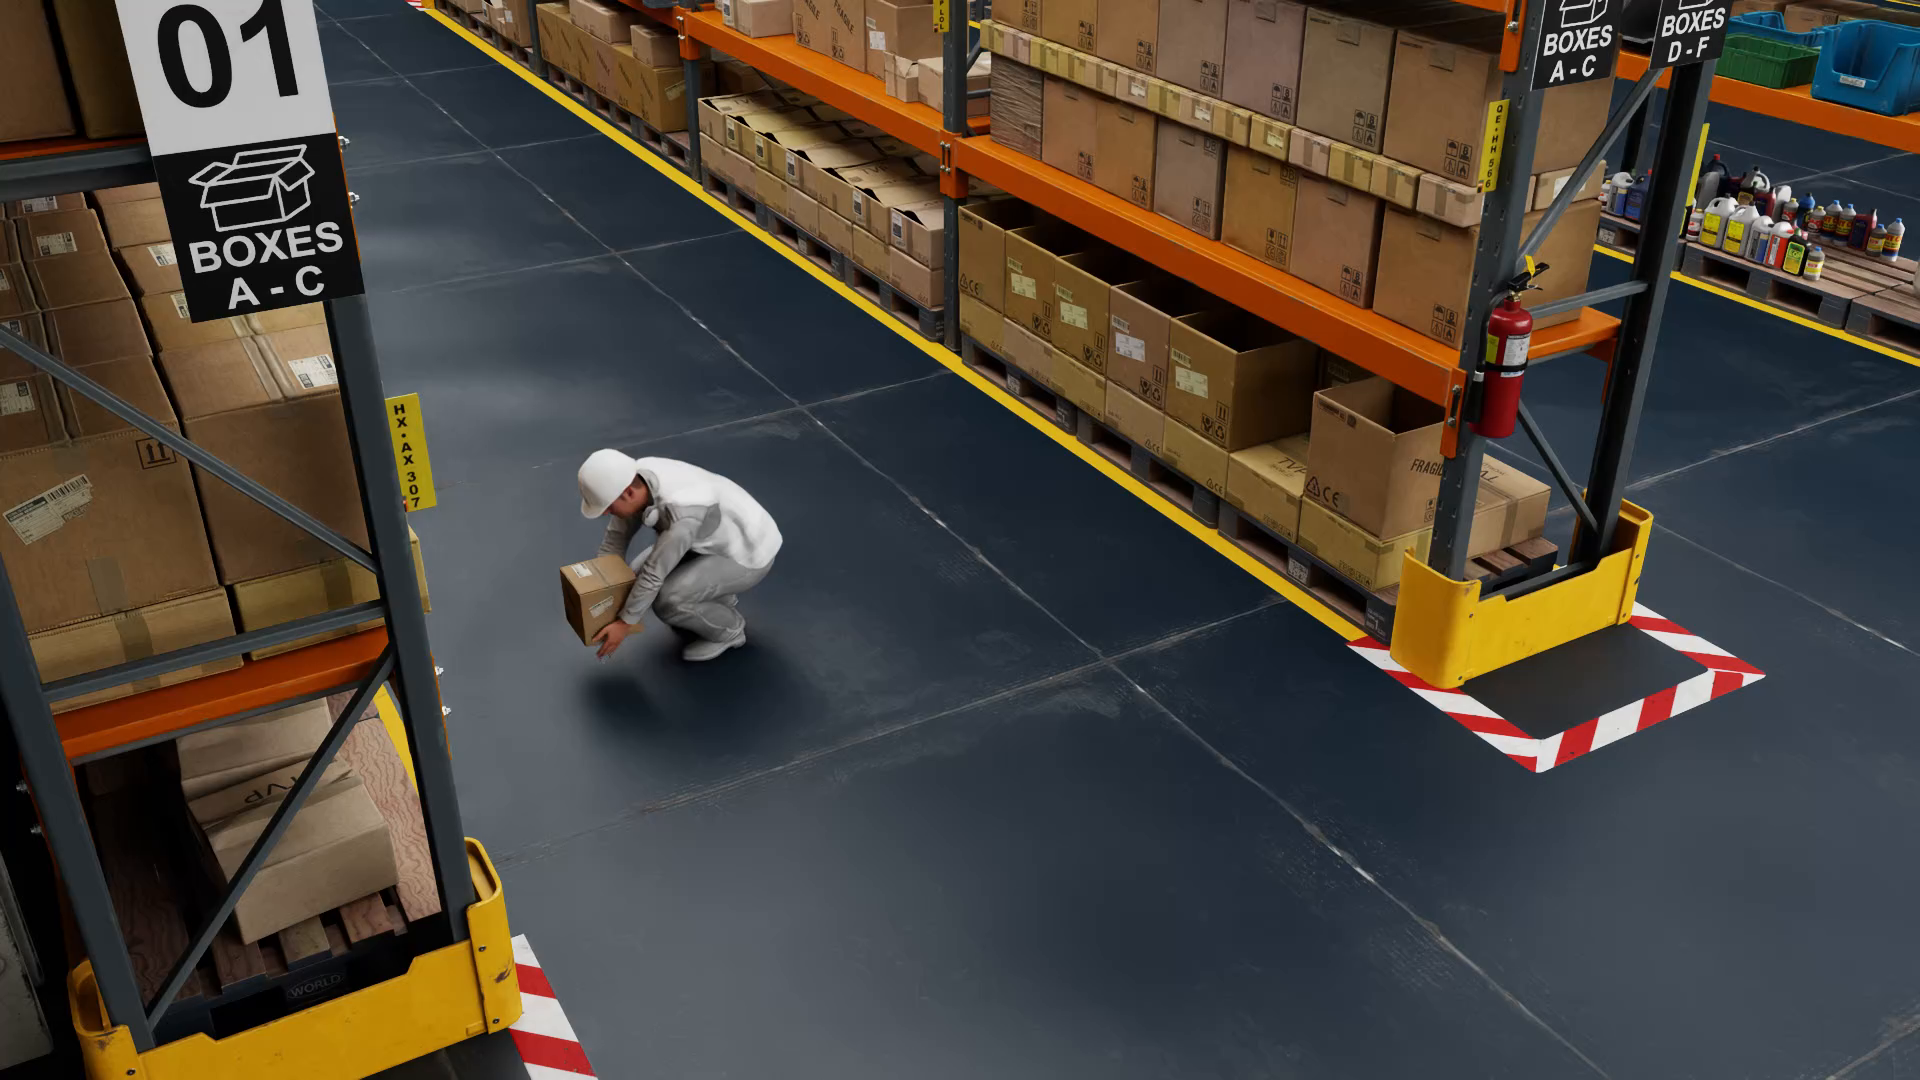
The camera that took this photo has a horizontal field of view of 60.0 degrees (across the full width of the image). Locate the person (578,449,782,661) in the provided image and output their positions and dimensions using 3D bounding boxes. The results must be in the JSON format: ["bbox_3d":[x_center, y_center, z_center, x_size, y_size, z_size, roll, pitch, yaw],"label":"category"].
[{"bbox_3d":[-1.178,0.011,6.883,0.878,1.011,0.526,-16,33,-27],"label":"person"}]
